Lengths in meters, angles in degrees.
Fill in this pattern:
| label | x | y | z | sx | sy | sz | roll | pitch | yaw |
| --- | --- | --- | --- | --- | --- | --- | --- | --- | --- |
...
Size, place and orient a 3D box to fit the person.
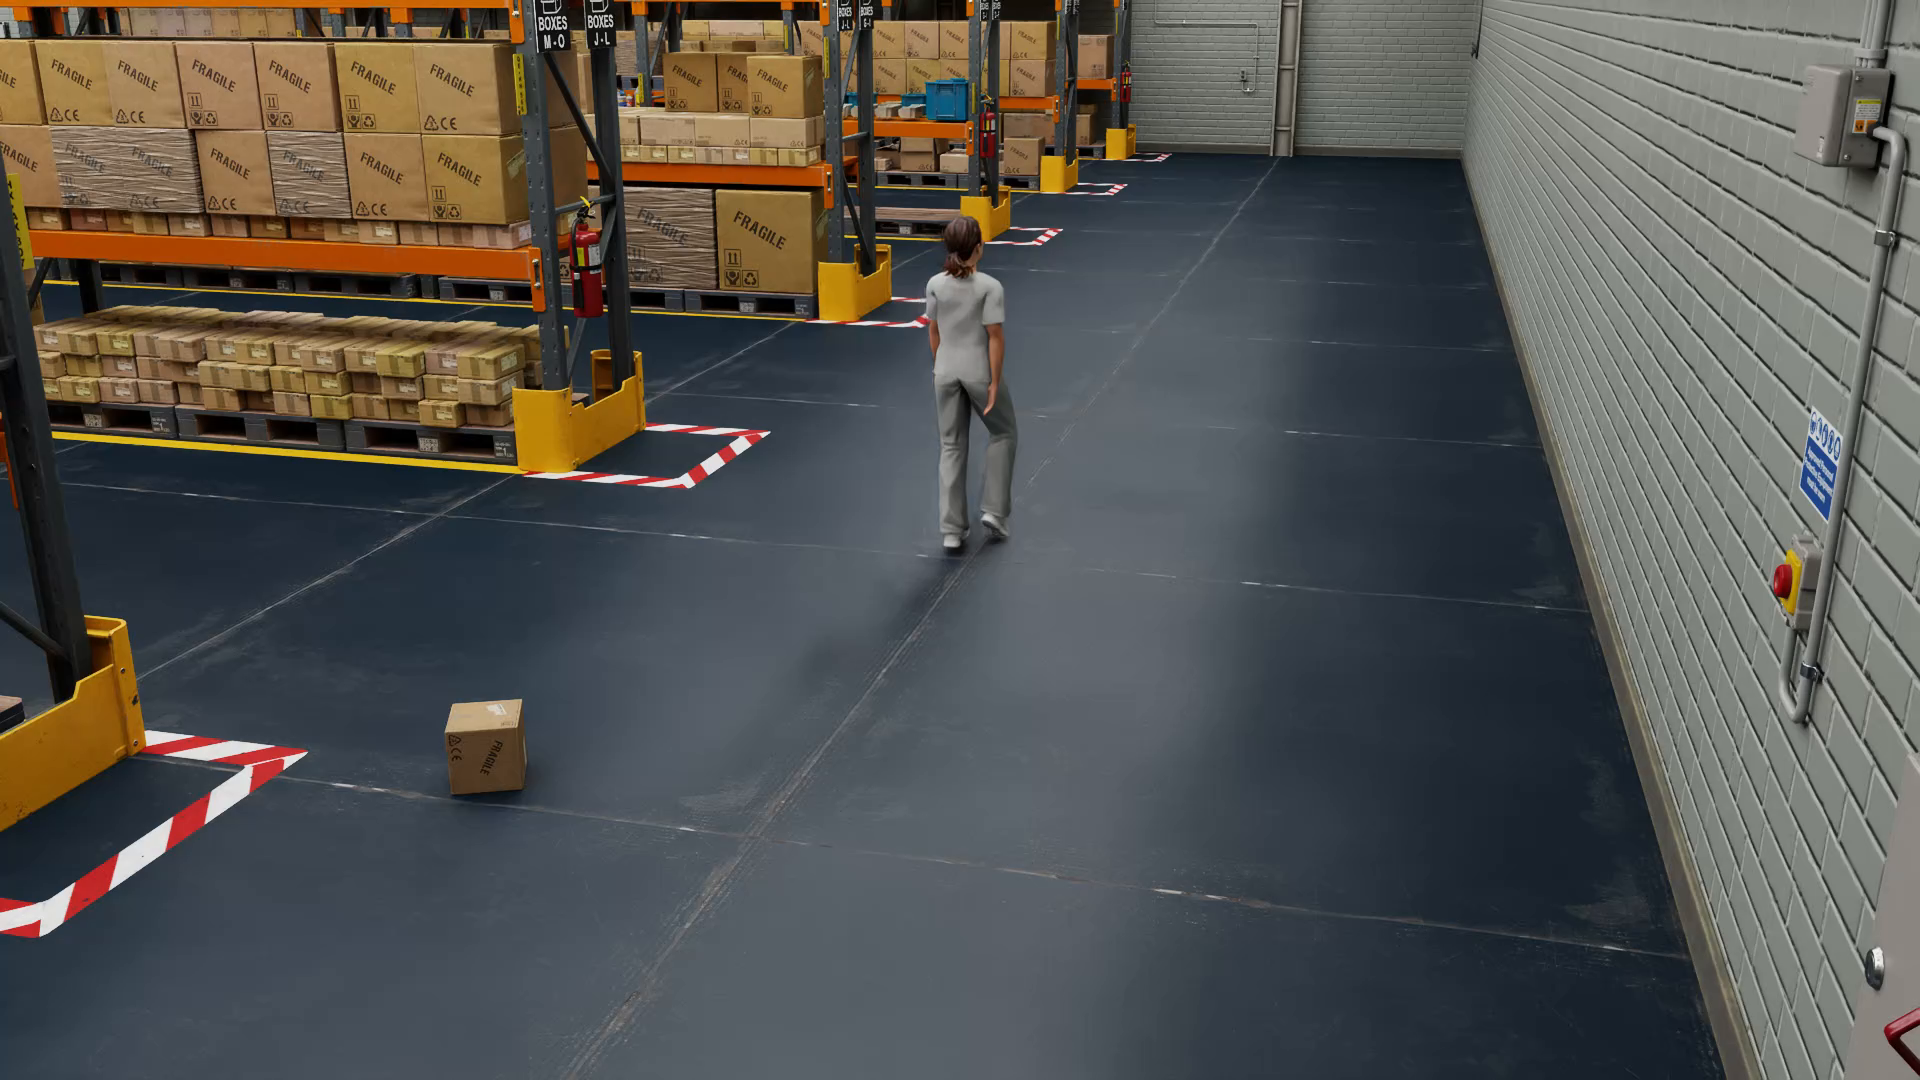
| label | x | y | z | sx | sy | sz | roll | pitch | yaw |
| --- | --- | --- | --- | --- | --- | --- | --- | --- | --- |
| person | 0.051 | -0.777 | 8.435 | 0.445 | 1.727 | 0.514 | 6 | 19 | 18 |
